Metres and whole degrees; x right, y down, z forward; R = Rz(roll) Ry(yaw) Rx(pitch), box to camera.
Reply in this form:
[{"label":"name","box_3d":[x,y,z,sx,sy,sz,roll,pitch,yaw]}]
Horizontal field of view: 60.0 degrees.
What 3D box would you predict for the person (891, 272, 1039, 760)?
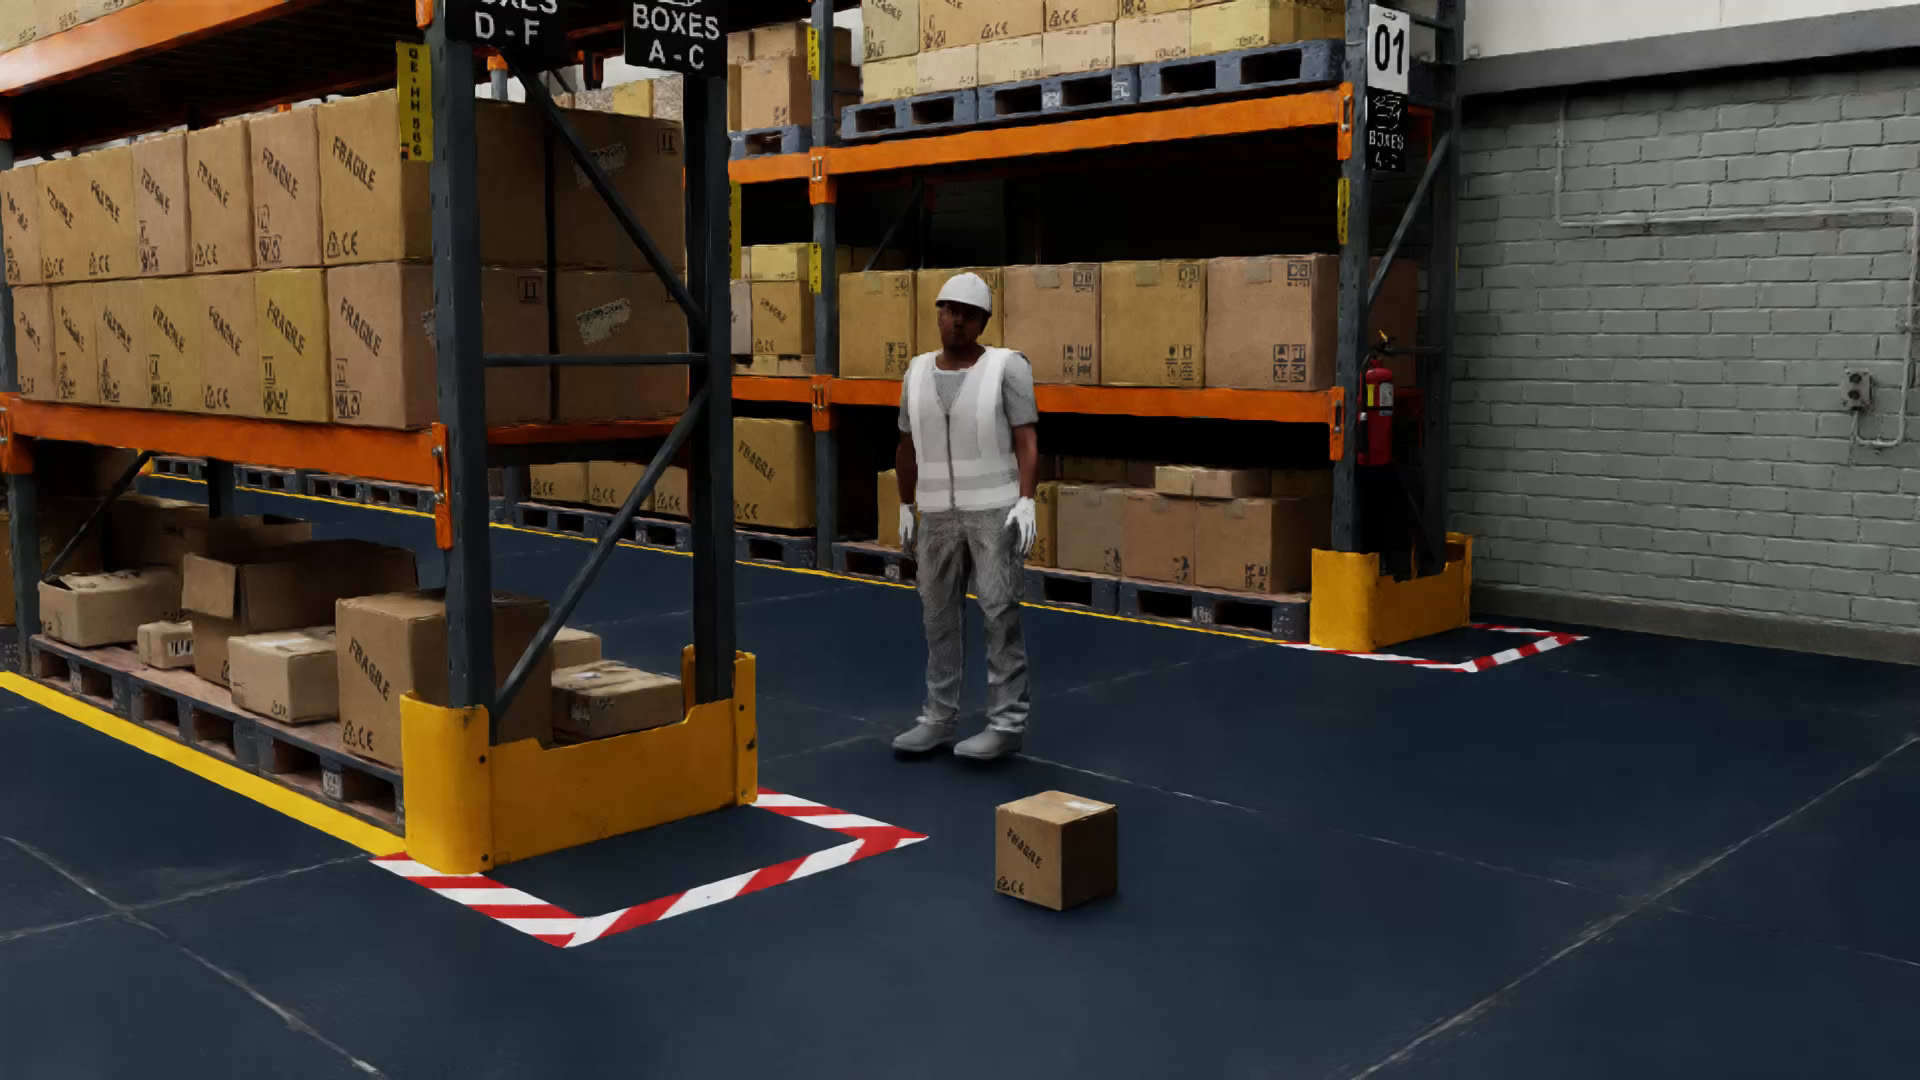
[{"label":"person","box_3d":[0.026,-0.089,6.173,0.619,1.791,0.397,3,8,26]}]
